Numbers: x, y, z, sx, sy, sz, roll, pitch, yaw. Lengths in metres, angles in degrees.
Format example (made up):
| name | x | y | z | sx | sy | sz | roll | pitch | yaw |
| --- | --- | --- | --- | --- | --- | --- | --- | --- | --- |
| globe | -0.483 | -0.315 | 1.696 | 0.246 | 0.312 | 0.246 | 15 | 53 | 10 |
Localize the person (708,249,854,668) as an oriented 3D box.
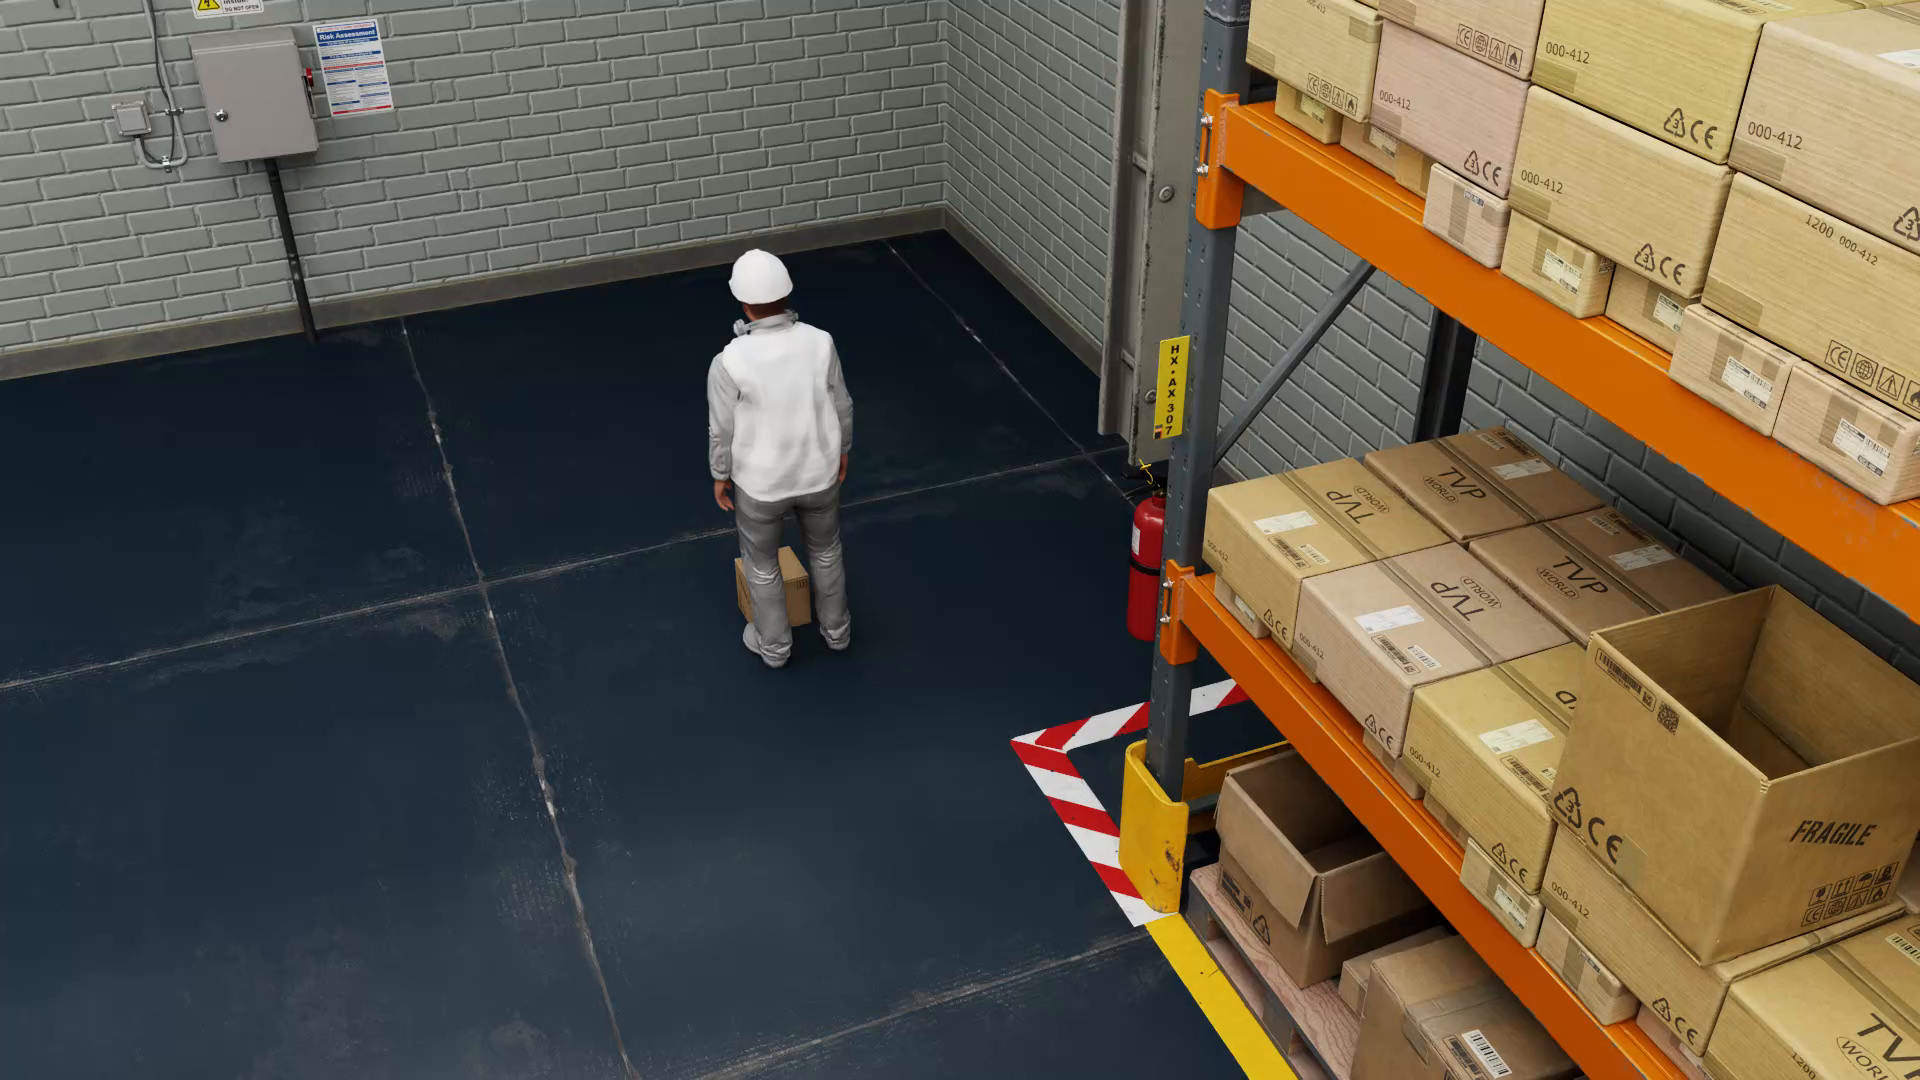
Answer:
| name | x | y | z | sx | sy | sz | roll | pitch | yaw |
| --- | --- | --- | --- | --- | --- | --- | --- | --- | --- |
| person | -0.700 | -0.290 | 6.559 | 0.582 | 1.771 | 0.465 | -13 | 36 | -19 |
